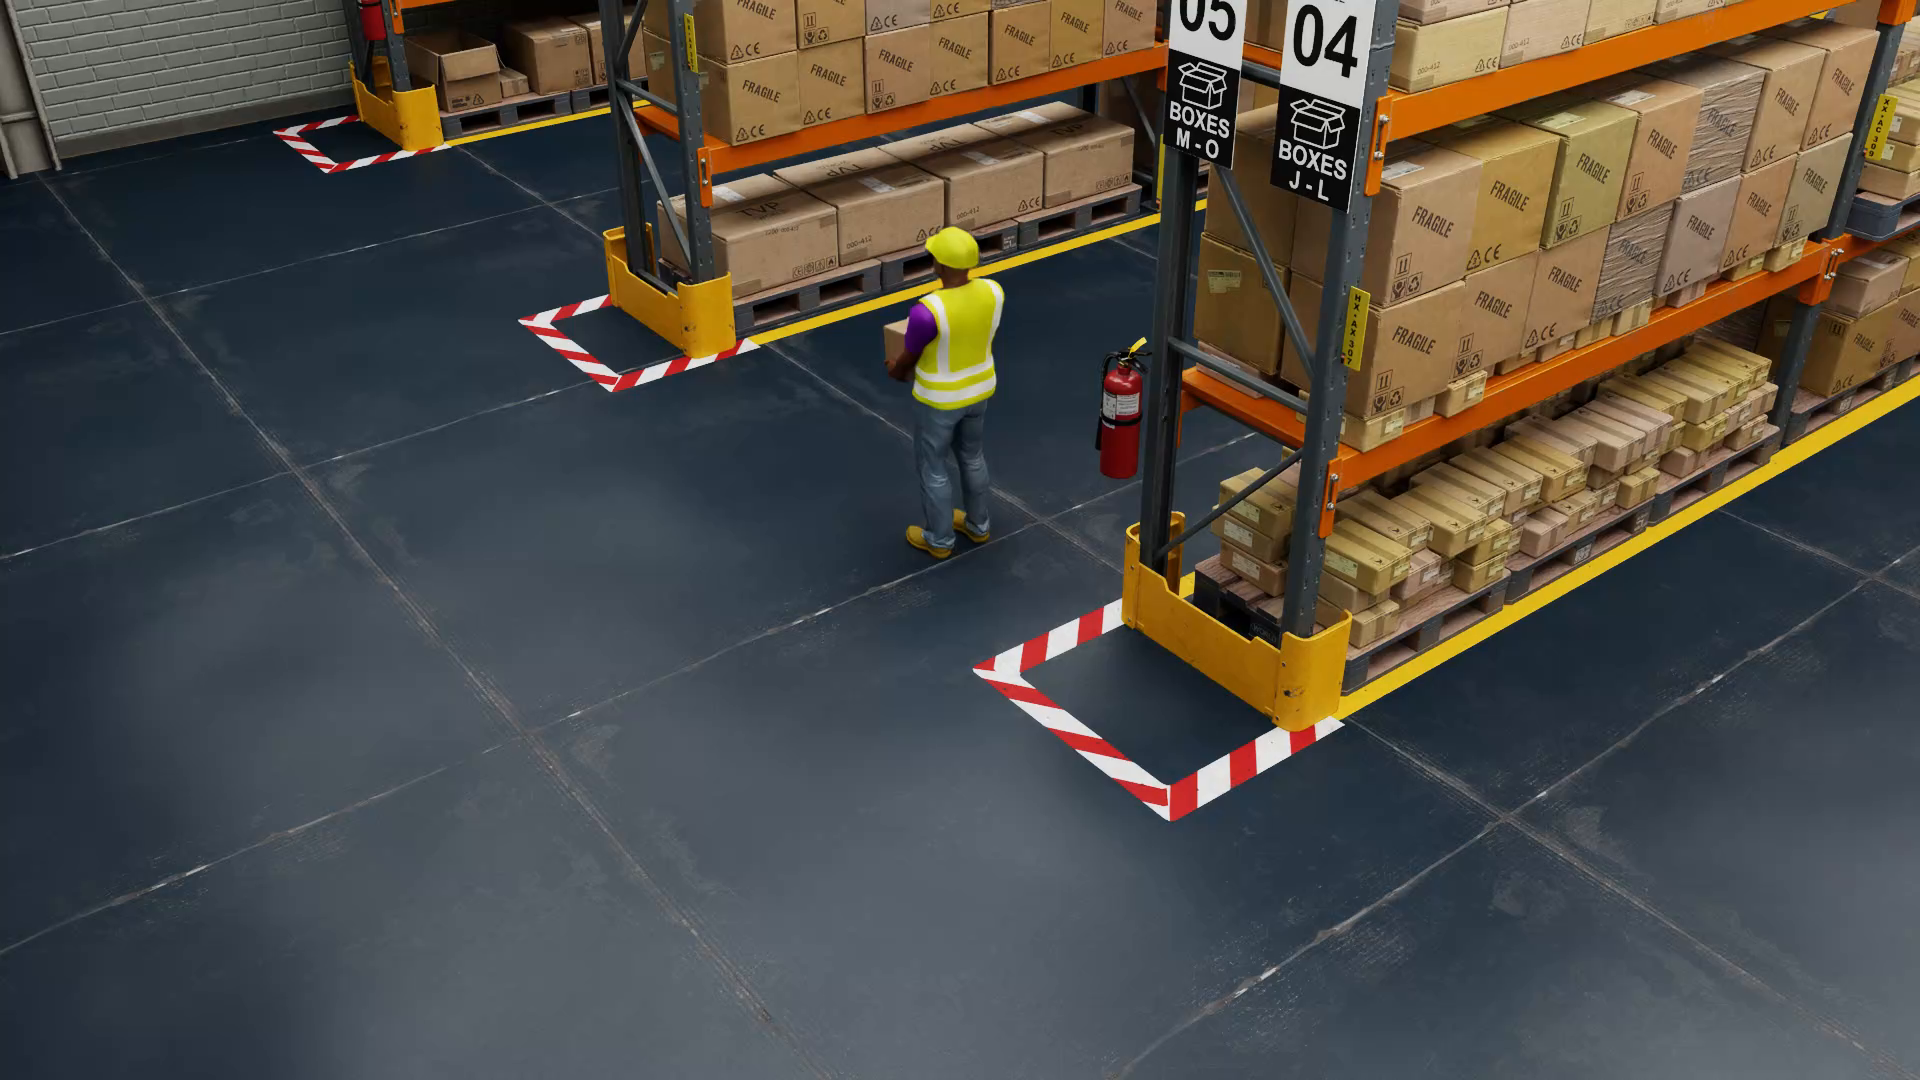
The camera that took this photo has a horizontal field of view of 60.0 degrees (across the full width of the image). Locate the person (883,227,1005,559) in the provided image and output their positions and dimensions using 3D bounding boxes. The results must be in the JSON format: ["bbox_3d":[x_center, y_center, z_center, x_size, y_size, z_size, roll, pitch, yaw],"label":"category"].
[{"bbox_3d":[-0.103,-0.770,8.347,0.521,1.767,0.573,-22,38,-31],"label":"person"}]
